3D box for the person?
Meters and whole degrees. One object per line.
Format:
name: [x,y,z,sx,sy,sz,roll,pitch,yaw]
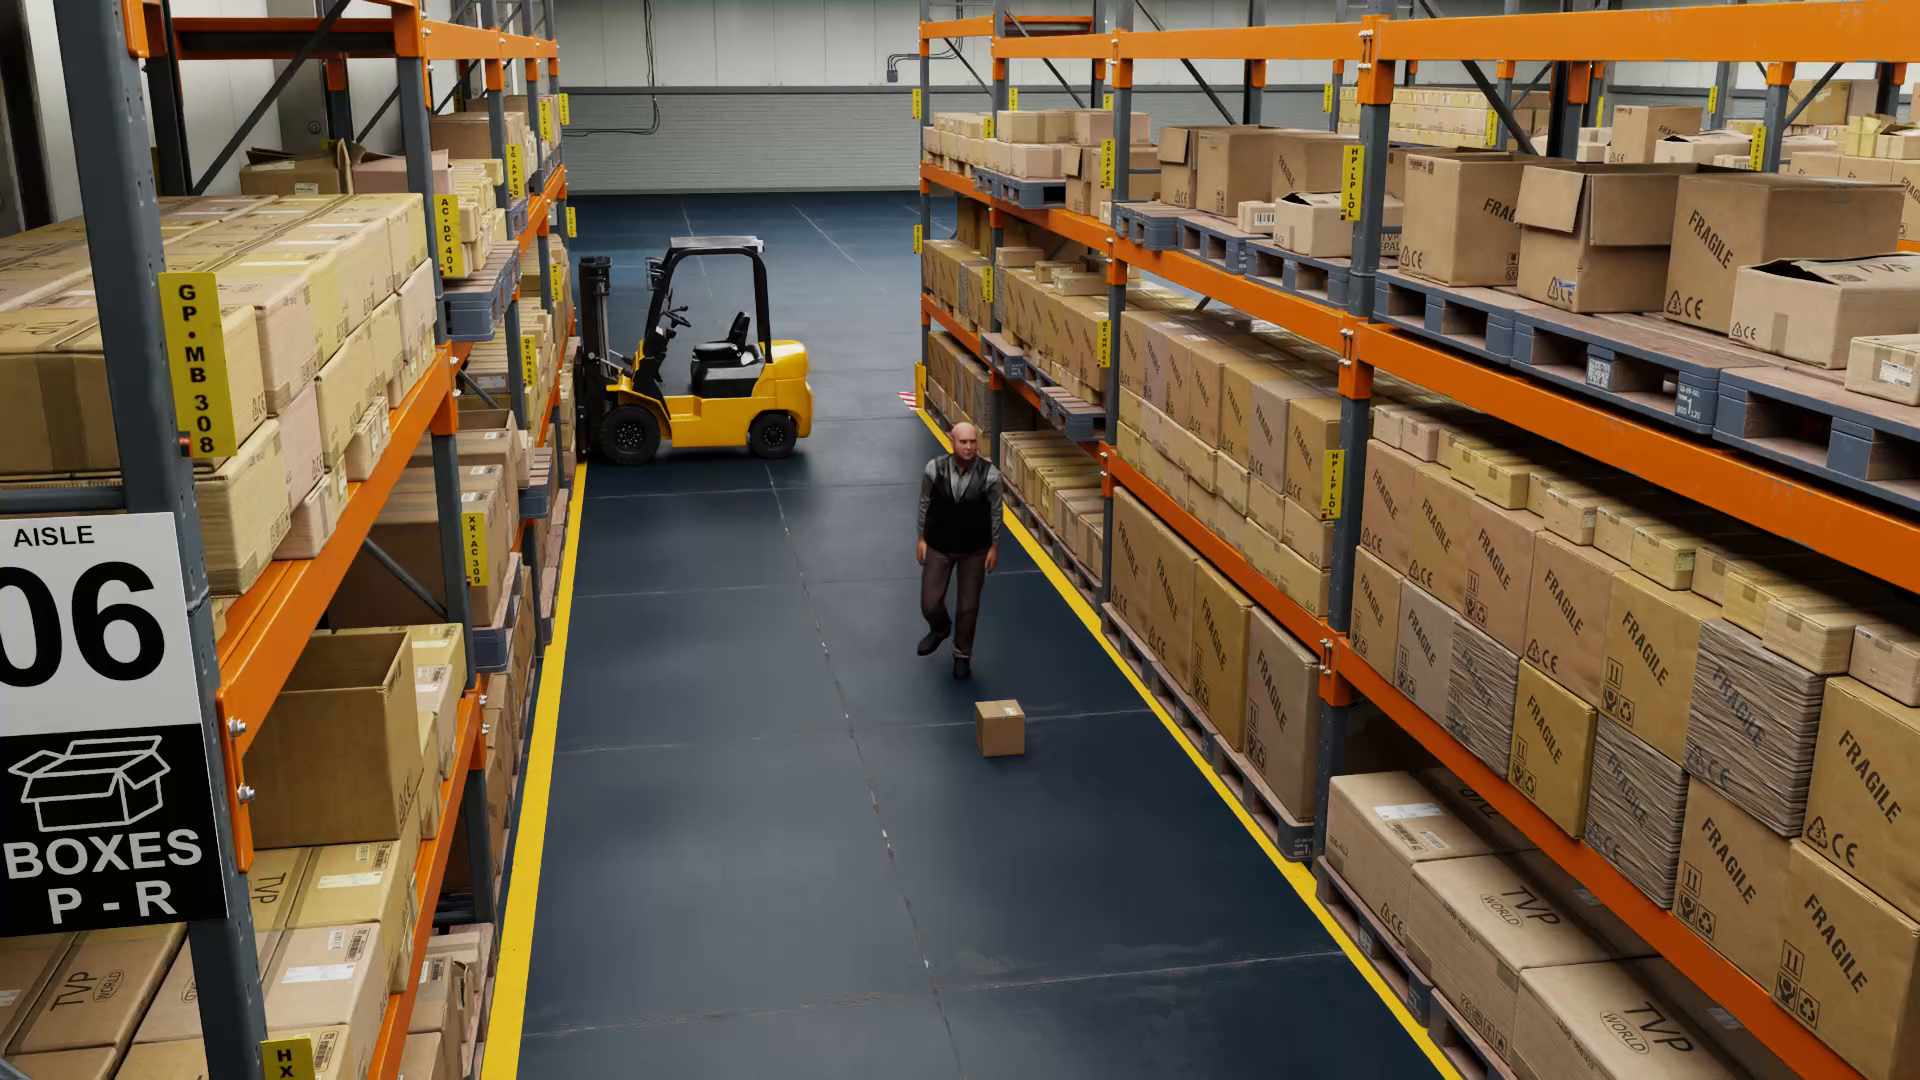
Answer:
person: [-0.006,0.049,10.888,0.581,1.721,0.504,1,16,4]
